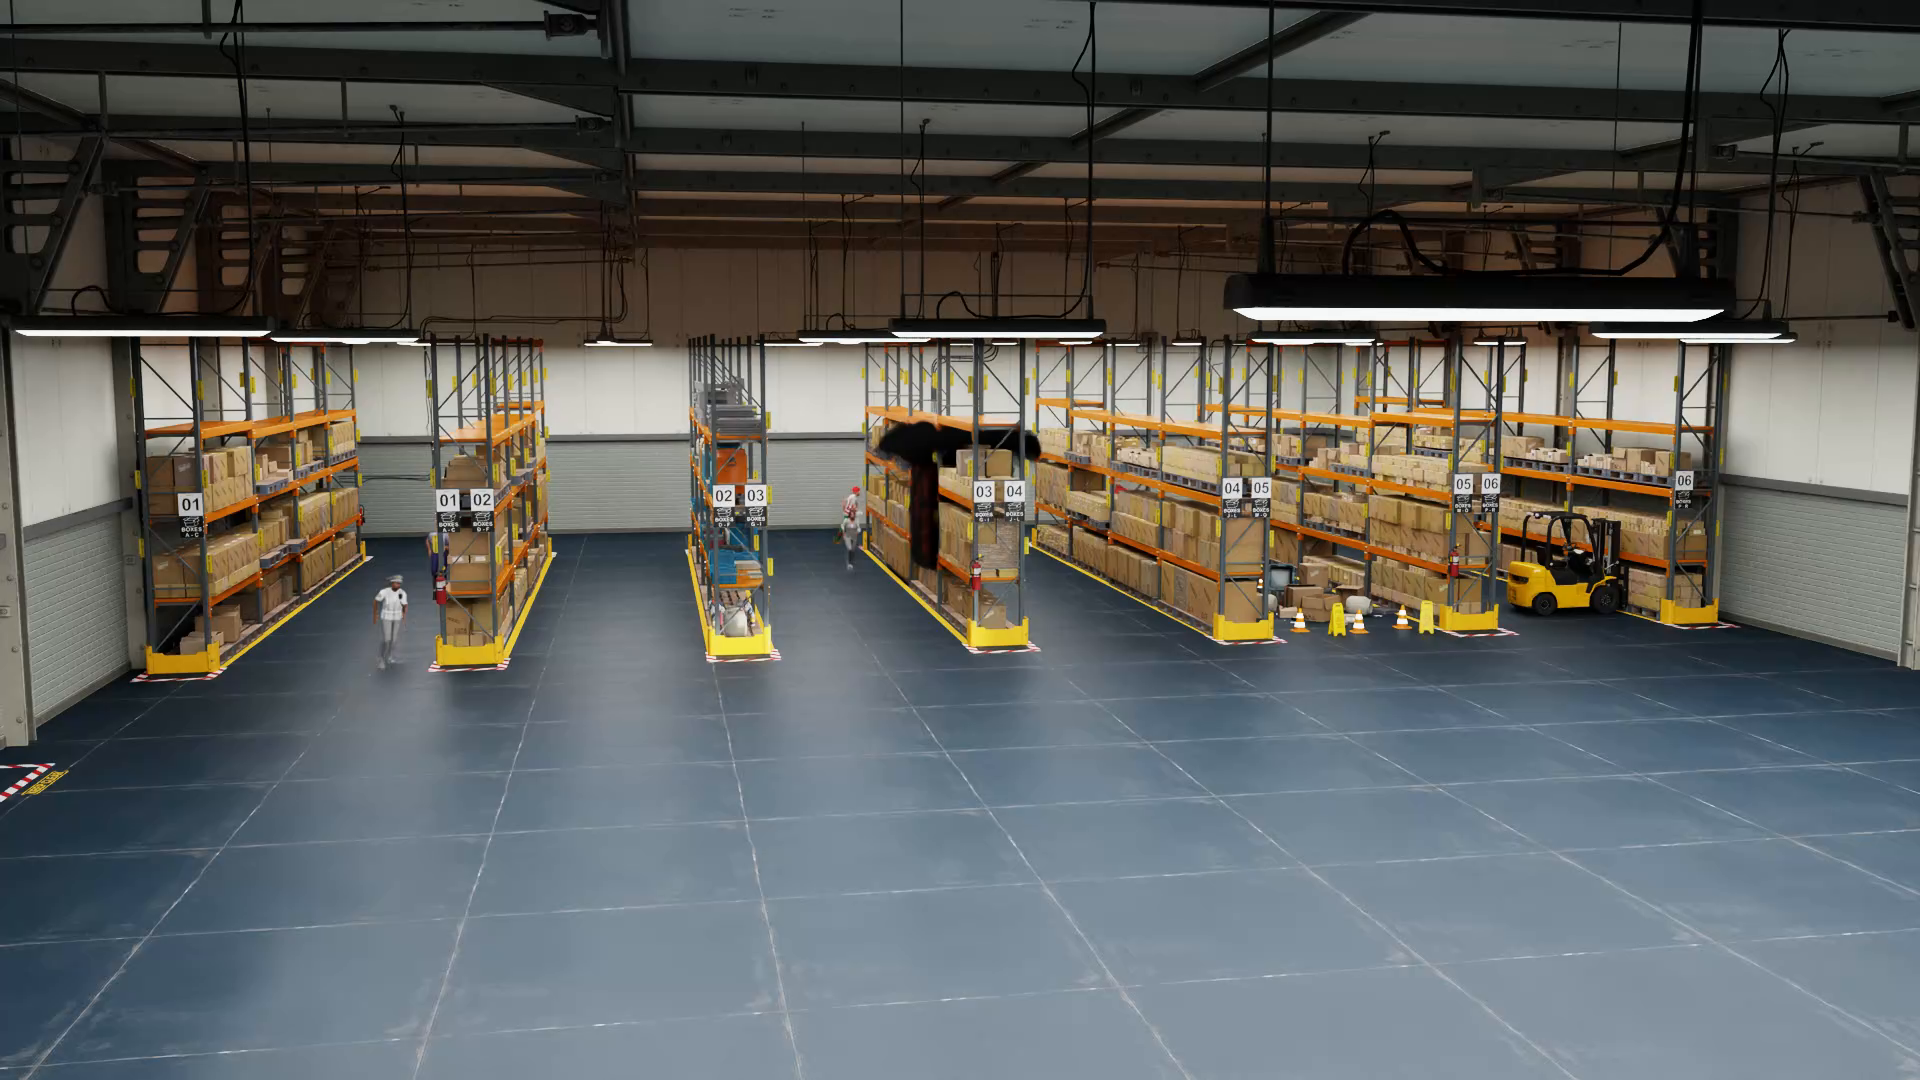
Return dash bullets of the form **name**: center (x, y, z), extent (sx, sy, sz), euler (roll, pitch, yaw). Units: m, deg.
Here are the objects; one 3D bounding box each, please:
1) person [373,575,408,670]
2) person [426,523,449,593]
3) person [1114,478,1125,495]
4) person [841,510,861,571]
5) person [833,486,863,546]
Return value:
- **person**: center (-10.258, 1.490, 30.011), extent (0.589, 1.728, 0.739), euler (-5, 8, -36)
- **person**: center (-12.309, 0.429, 39.312), extent (0.593, 1.697, 0.725), euler (-1, 7, -13)
- **person**: center (4.930, -1.066, 51.694), extent (0.933, 1.708, 0.670), euler (-5, 8, -35)
- **person**: center (-2.736, -0.003, 41.835), extent (0.447, 1.547, 0.788), euler (-2, 7, -17)
- **person**: center (-3.277, -0.688, 48.510), extent (0.904, 1.742, 0.666), euler (-1, 7, -9)
